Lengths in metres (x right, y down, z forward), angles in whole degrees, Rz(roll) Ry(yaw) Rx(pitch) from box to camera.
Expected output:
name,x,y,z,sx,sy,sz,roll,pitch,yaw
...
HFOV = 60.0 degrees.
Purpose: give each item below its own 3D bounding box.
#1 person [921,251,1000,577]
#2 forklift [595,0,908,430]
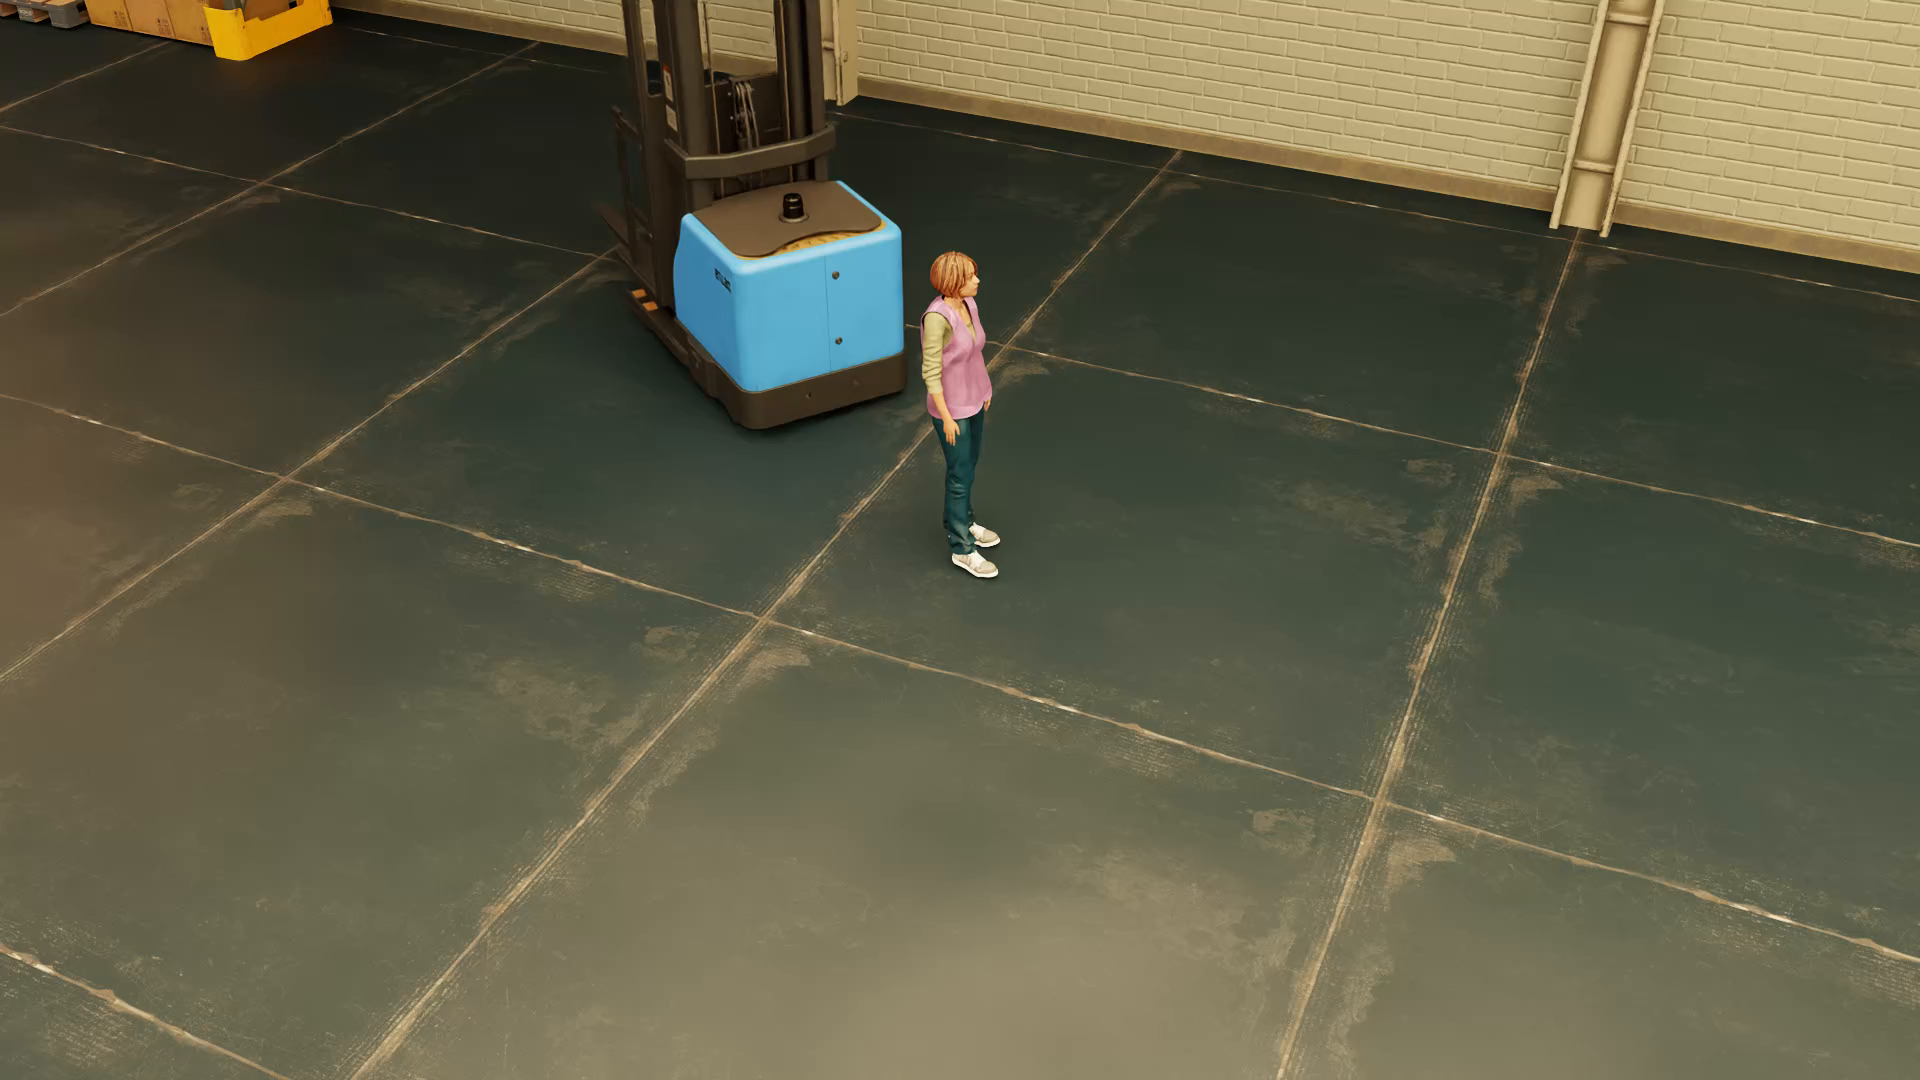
name,x,y,z,sx,sy,sz,roll,pitch,yaw
person,0.062,-0.631,8.107,0.473,1.599,0.520,15,38,20
forklift,-1.473,-2.647,9.798,1.130,2.935,3.031,-18,39,-24
